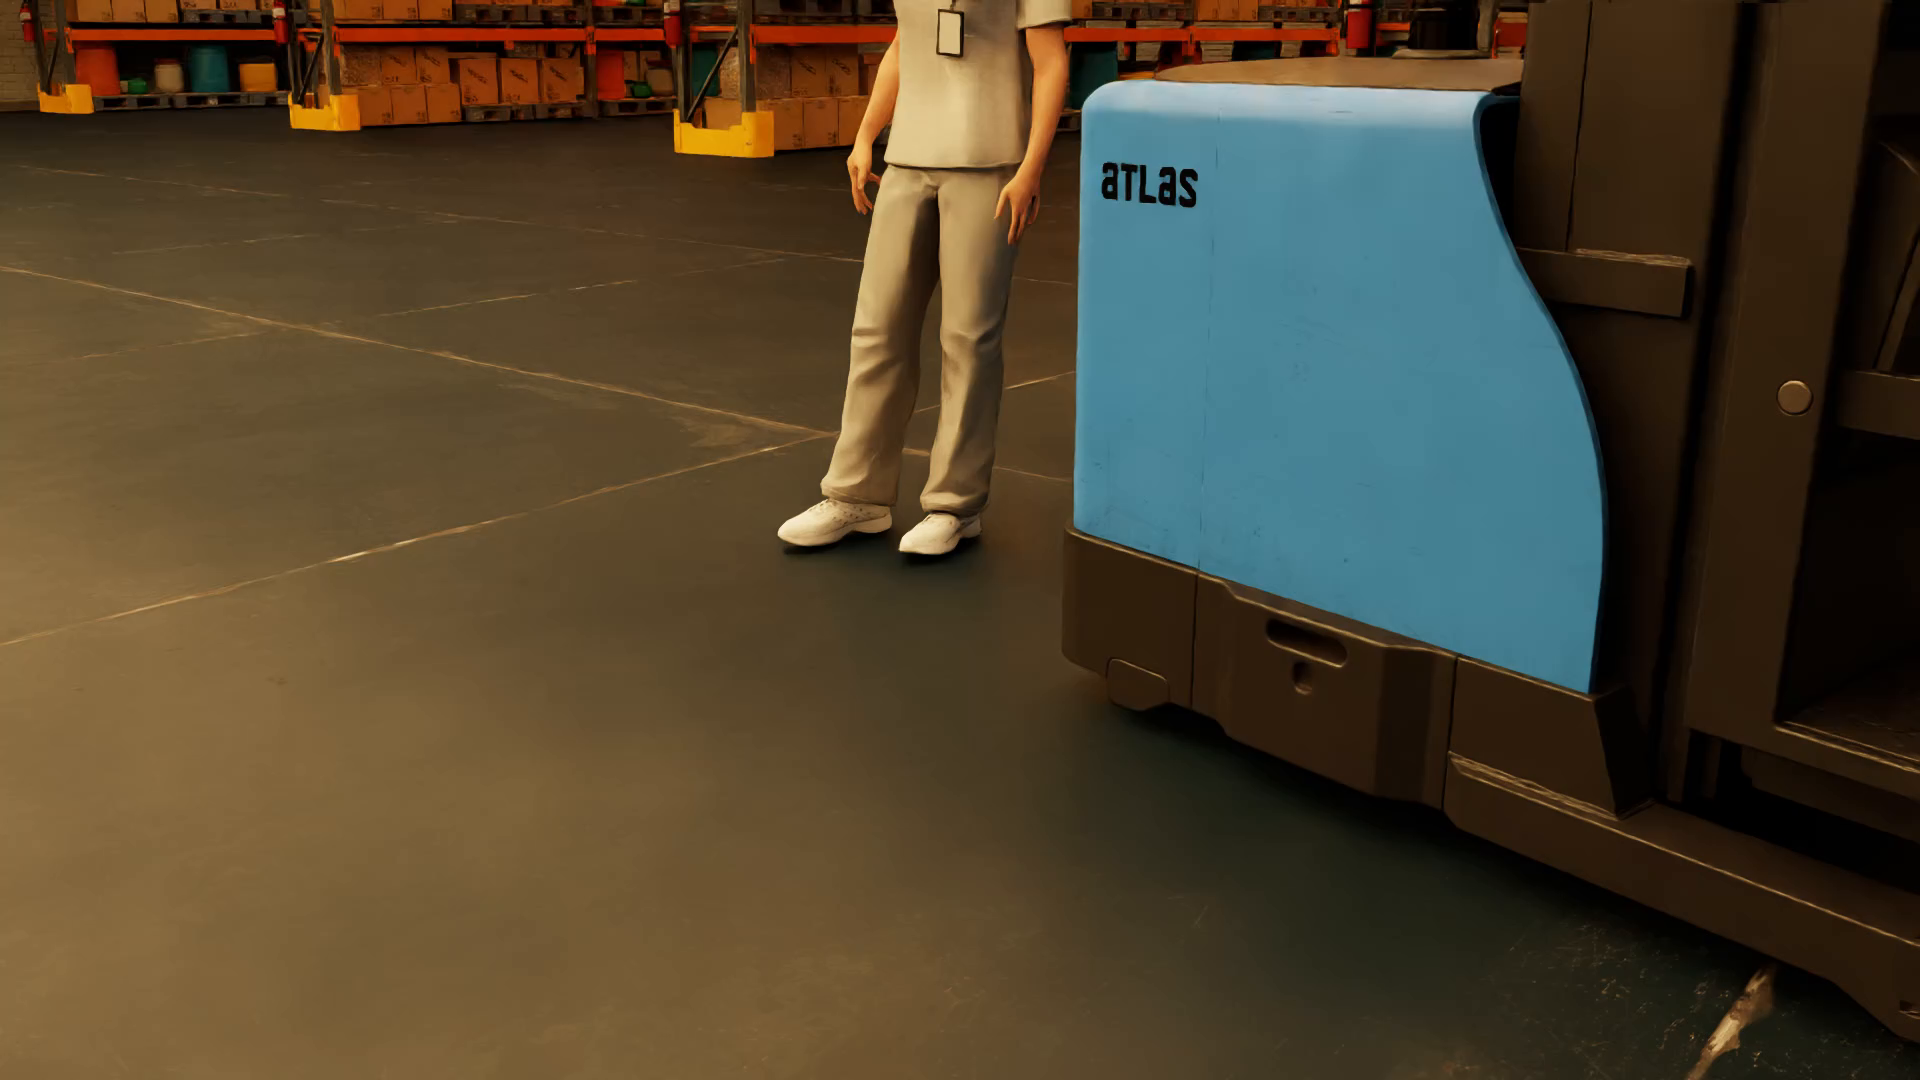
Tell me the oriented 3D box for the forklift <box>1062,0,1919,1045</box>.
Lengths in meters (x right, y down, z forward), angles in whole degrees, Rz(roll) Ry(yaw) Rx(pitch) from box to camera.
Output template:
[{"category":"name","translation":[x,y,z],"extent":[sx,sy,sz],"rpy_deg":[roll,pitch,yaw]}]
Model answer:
[{"category":"forklift","translation":[1.512,-0.893,1.839],"extent":[1.130,2.935,3.031],"rpy_deg":[-14,22,-38]}]

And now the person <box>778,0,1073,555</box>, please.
[{"category":"person","translation":[-0.057,-0.795,3.650],"extent":[0.550,1.673,0.548],"rpy_deg":[13,21,37]}]
